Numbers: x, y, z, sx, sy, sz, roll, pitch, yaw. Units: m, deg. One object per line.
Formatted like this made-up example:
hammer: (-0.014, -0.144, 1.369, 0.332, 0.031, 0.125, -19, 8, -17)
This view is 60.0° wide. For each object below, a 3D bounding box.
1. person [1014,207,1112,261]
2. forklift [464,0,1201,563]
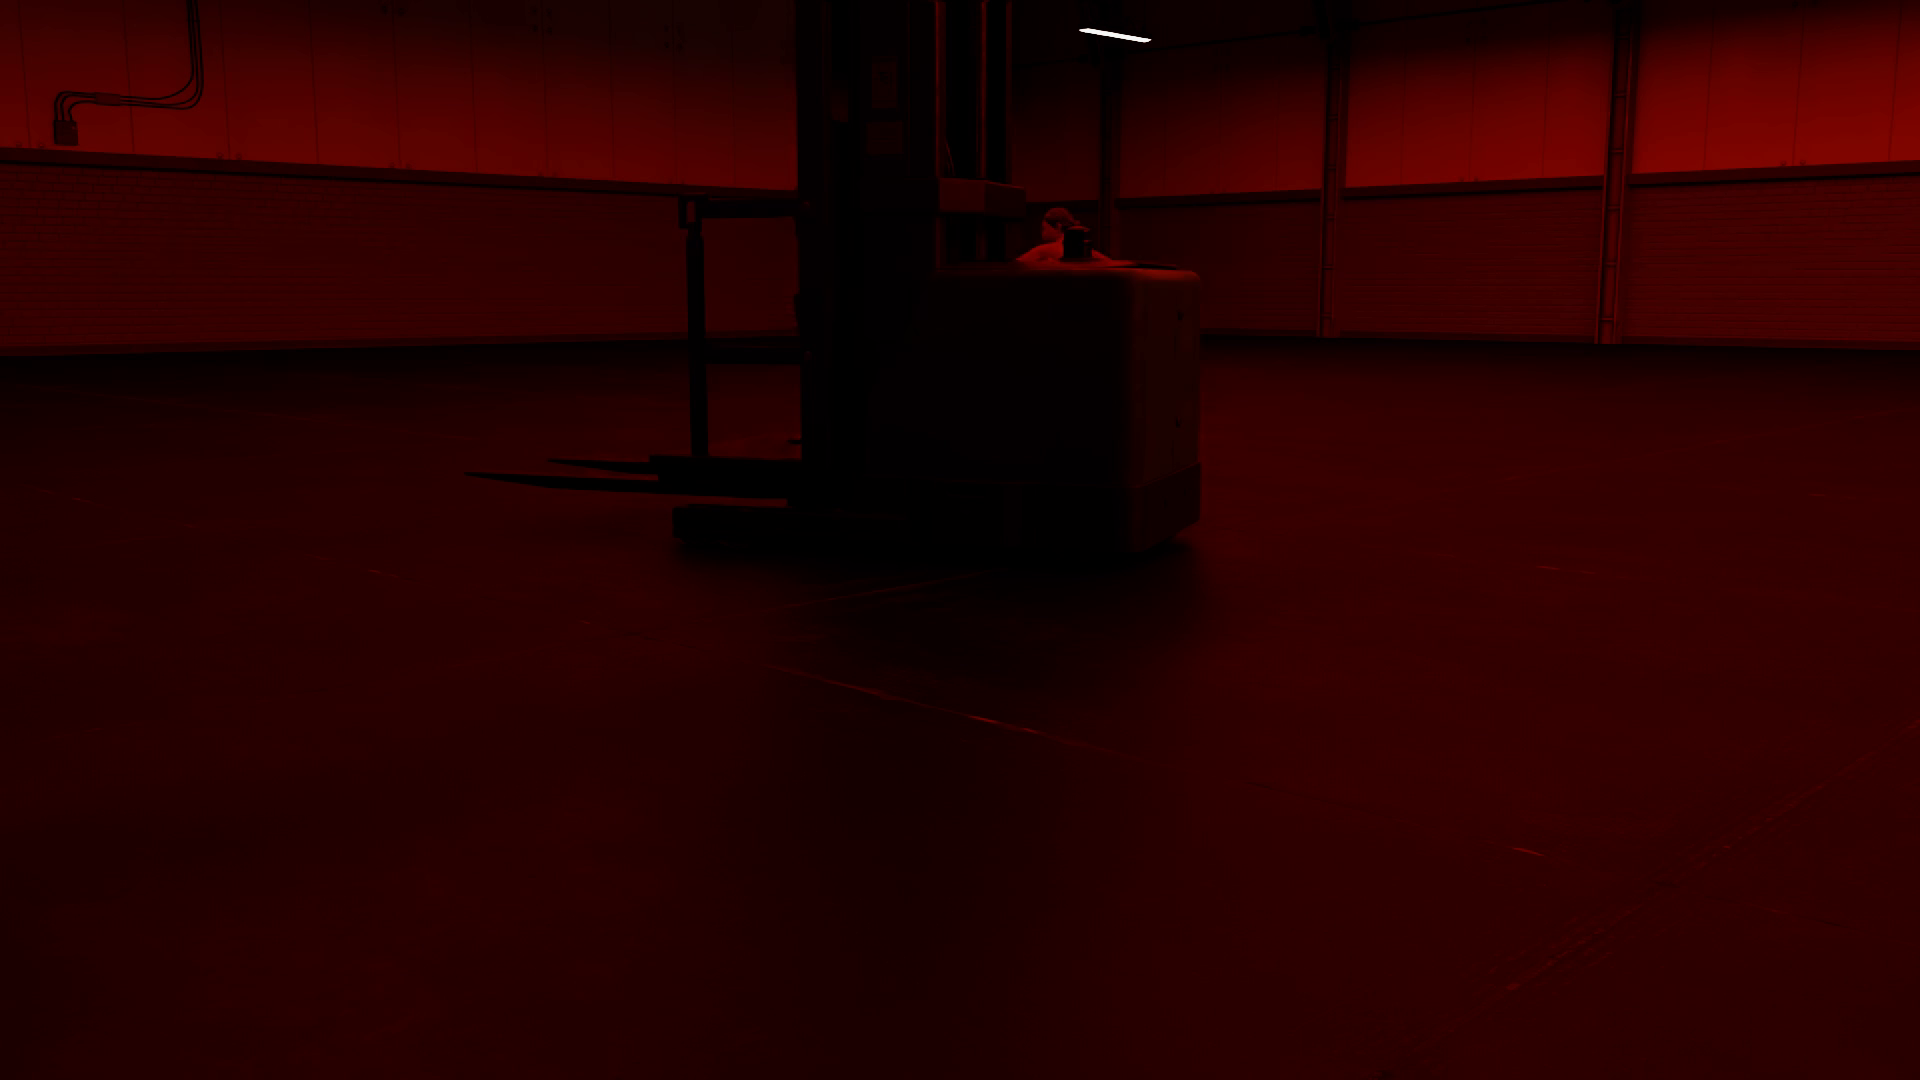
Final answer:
person: (0.624, -1.197, 9.910, 1.130, 1.555, 0.509, -2, 9, -12)
forklift: (-0.594, -1.480, 6.704, 3.031, 2.935, 1.130, 3, 9, 21)
